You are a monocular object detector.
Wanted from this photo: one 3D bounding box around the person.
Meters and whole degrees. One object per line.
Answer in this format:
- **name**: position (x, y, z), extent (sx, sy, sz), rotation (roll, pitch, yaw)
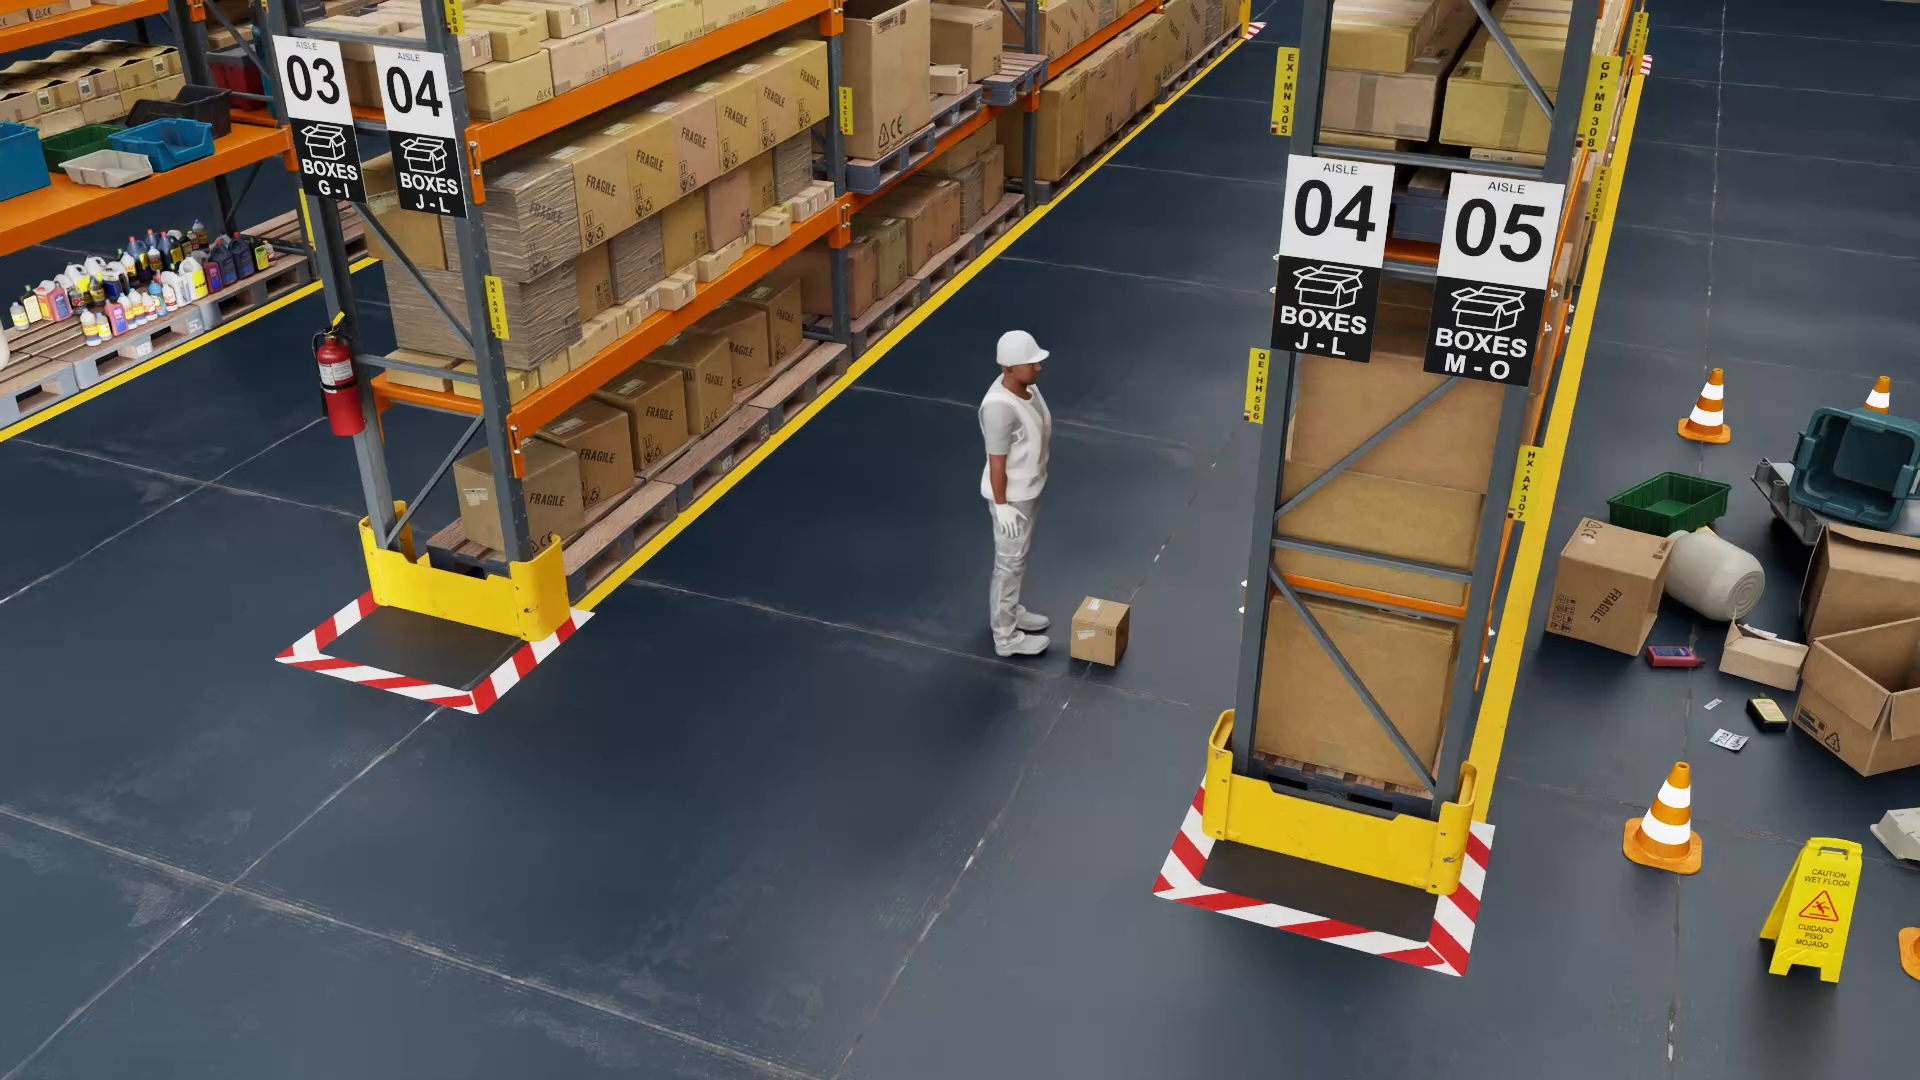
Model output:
- **person**: position (0.328, -0.269, 8.841), extent (0.414, 1.786, 0.602), rotation (8, 30, 13)
